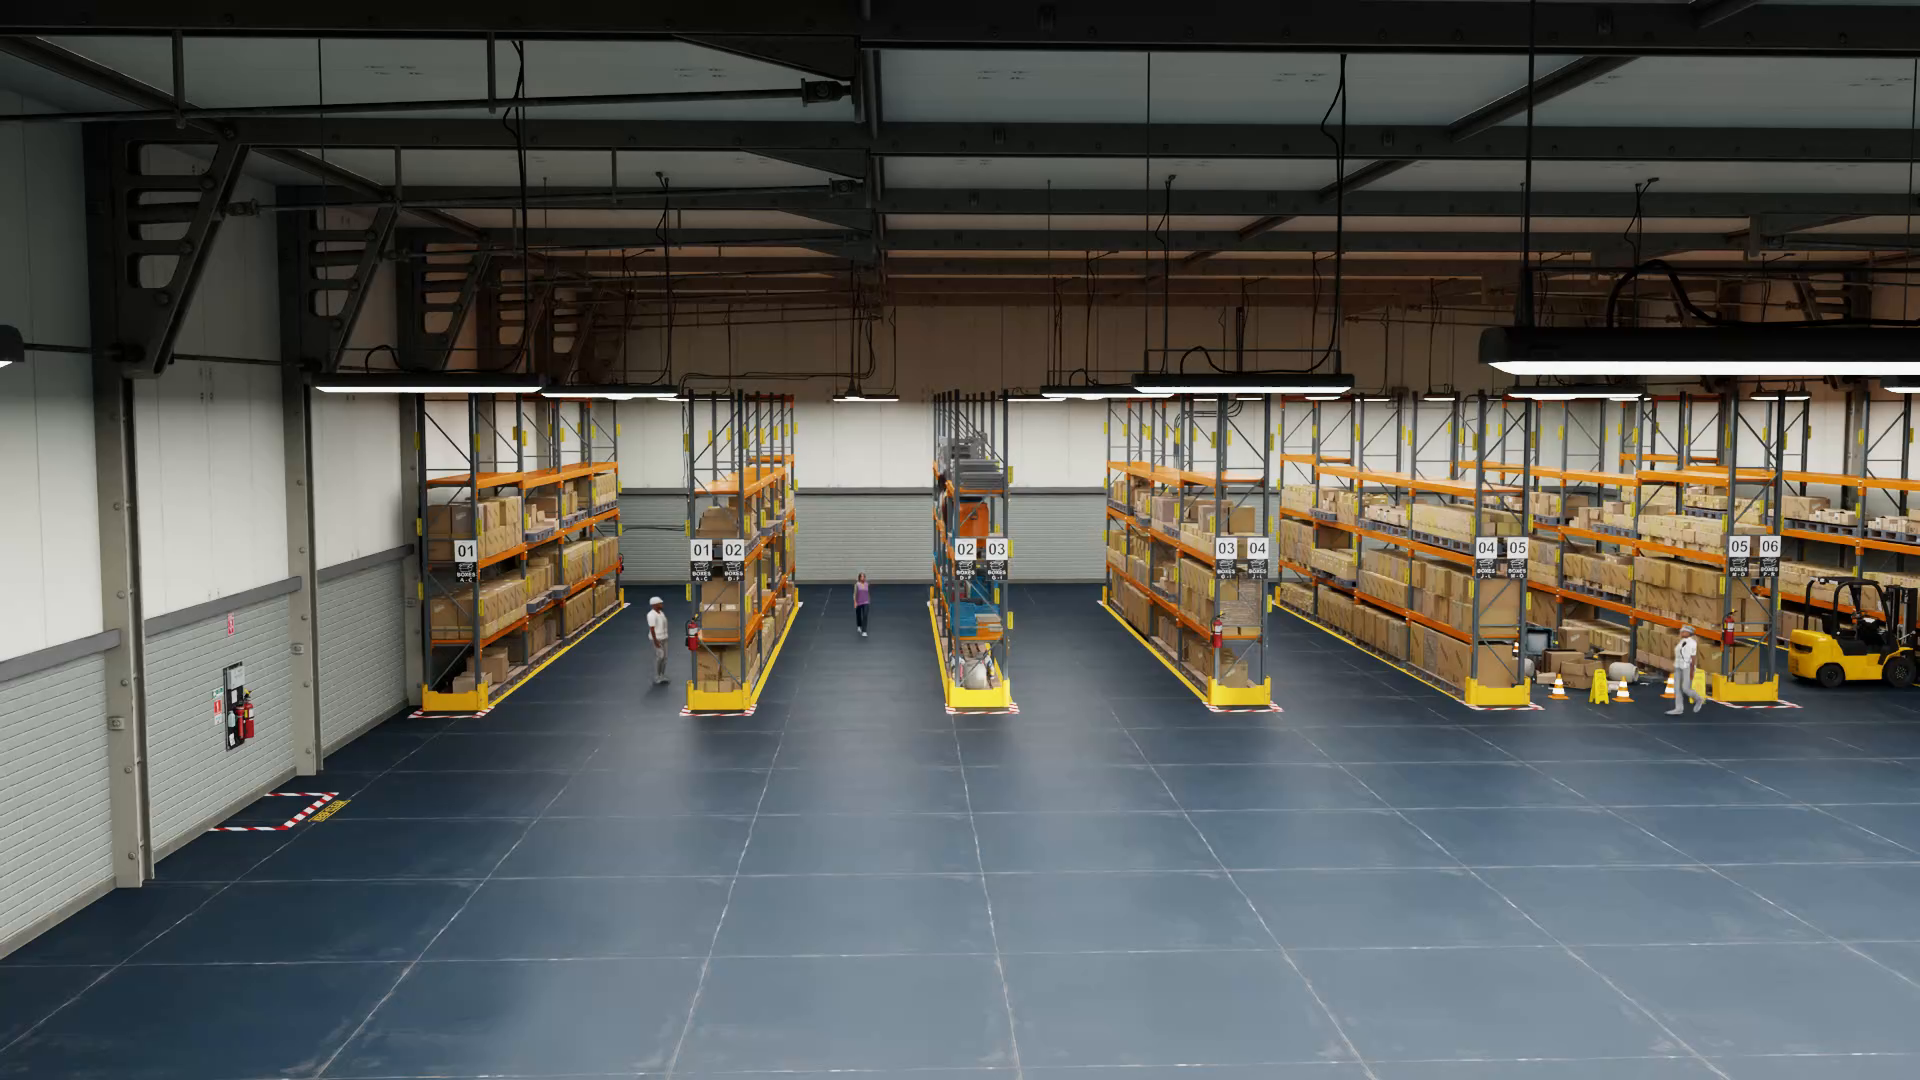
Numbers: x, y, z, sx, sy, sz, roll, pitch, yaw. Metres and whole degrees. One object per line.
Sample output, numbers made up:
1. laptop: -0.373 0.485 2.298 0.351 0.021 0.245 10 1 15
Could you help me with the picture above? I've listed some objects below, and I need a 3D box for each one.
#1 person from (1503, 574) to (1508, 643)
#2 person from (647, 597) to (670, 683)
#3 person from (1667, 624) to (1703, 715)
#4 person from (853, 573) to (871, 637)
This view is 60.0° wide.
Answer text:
1. person: 12.600 1.692 38.583 0.503 1.818 0.600 2 5 28
2. person: -6.208 2.081 34.416 0.496 1.824 0.593 3 5 29
3. person: 13.379 2.378 30.604 0.594 1.677 0.456 -2 5 -24
4. person: -2.432 1.580 41.211 0.433 1.552 0.823 0 5 -5
